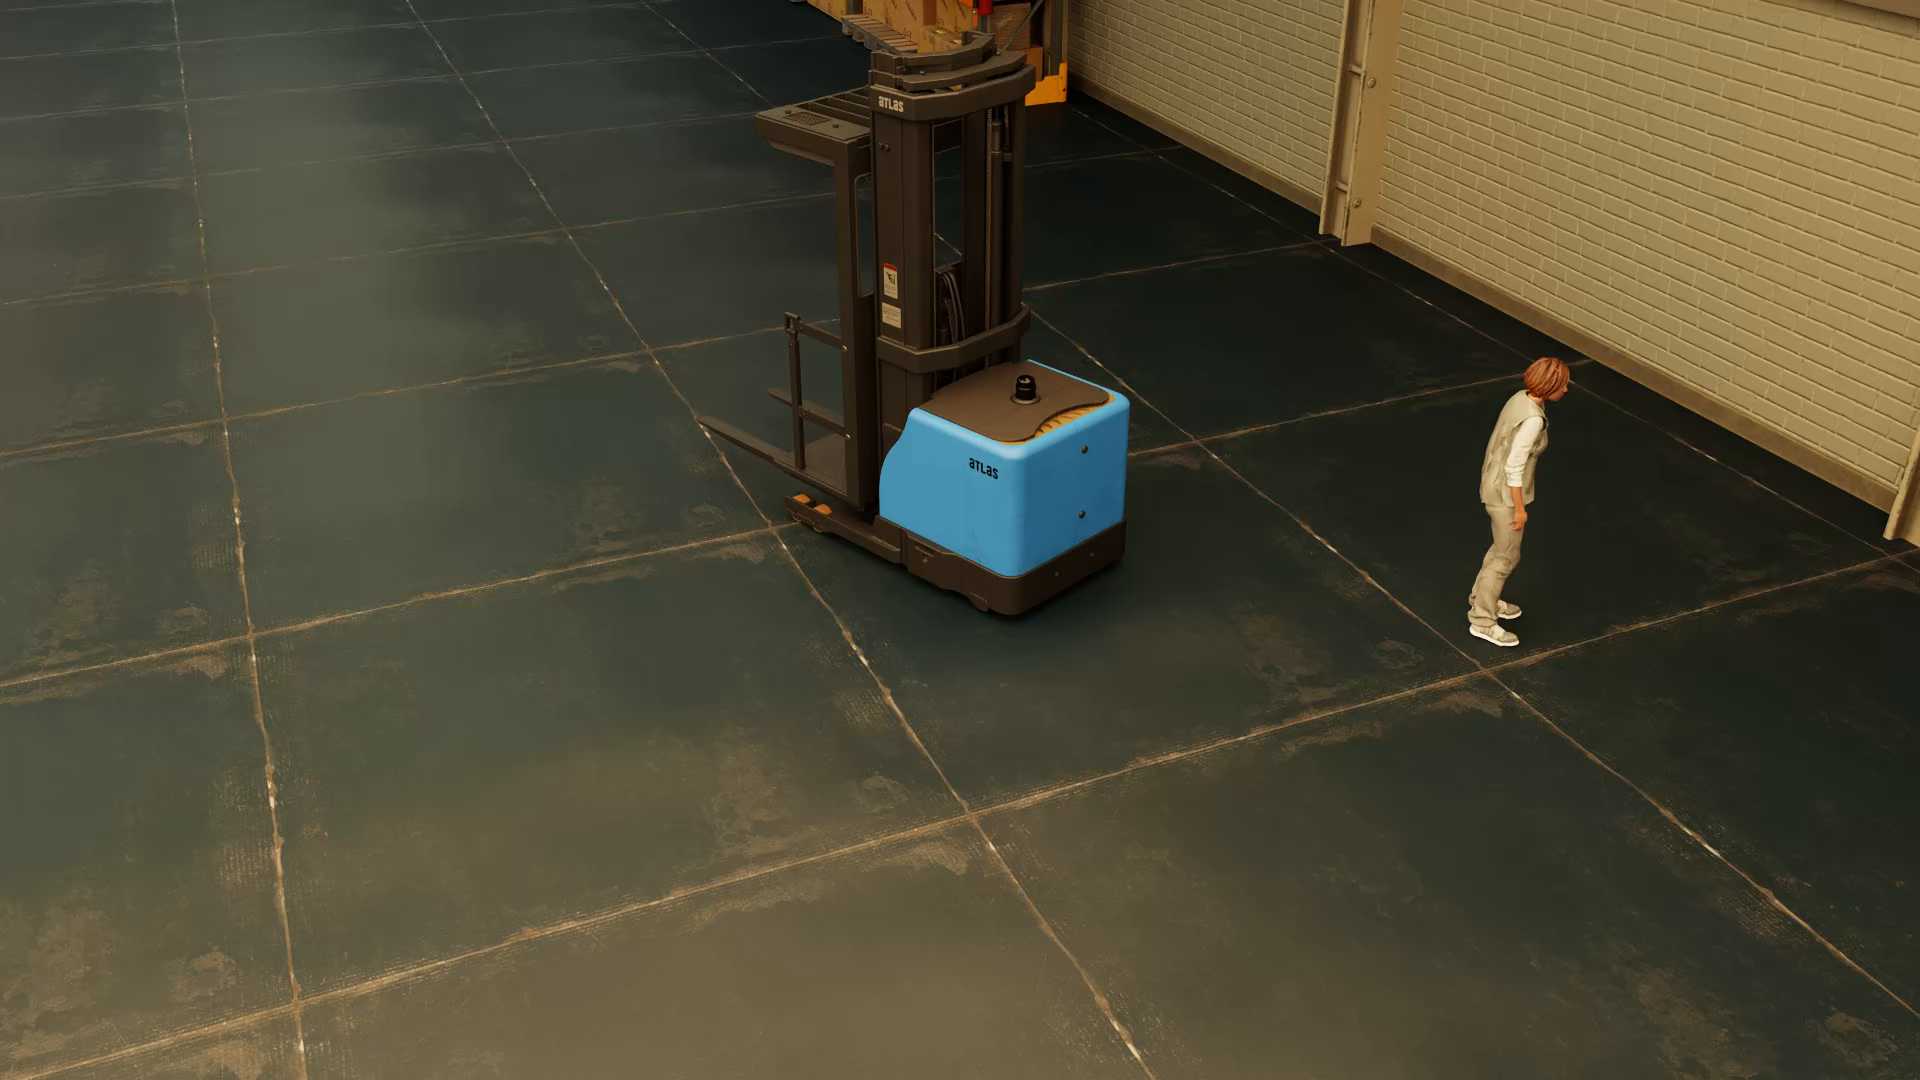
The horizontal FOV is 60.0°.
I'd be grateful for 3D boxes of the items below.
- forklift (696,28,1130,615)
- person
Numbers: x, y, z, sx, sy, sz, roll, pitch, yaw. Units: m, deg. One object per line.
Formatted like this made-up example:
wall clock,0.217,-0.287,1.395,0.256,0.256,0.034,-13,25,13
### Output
forklift,-0.436,-1.483,9.714,3.031,2.935,1.130,26,39,37
person,2.949,-0.232,8.874,0.344,1.593,0.485,8,31,14
